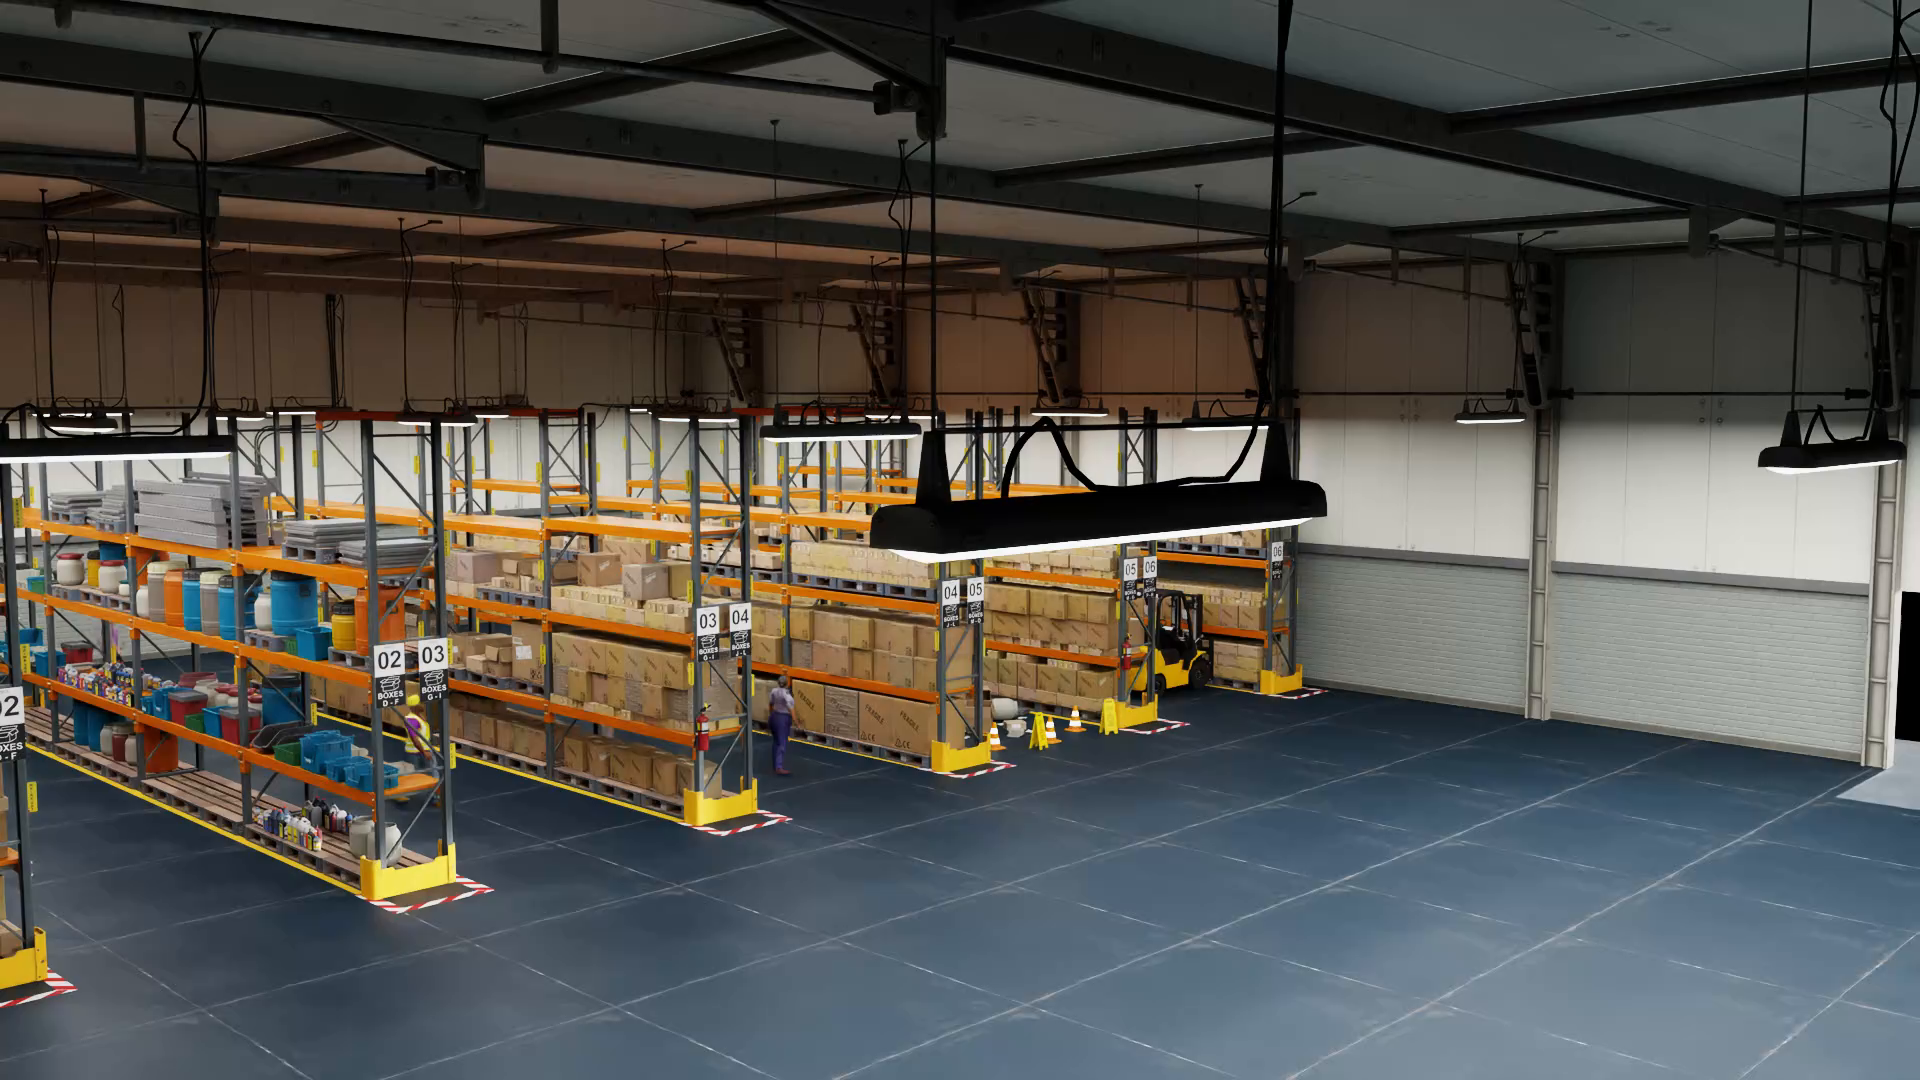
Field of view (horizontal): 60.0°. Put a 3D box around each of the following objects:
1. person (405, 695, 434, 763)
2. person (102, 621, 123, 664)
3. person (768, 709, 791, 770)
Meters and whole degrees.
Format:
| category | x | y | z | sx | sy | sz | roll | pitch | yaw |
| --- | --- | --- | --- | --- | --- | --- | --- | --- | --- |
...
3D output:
| category | x | y | z | sx | sy | sz | roll | pitch | yaw |
| --- | --- | --- | --- | --- | --- | --- | --- | --- | --- |
| person | -8.265 | 2.902 | 25.369 | 0.687 | 1.071 | 0.487 | 3 | 6 | 31 |
| person | -18.204 | 2.324 | 35.603 | 0.545 | 1.502 | 0.522 | -4 | 6 | -37 |
| person | -3.043 | 3.318 | 27.856 | 0.413 | 0.954 | 0.541 | -3 | 6 | -34 |
